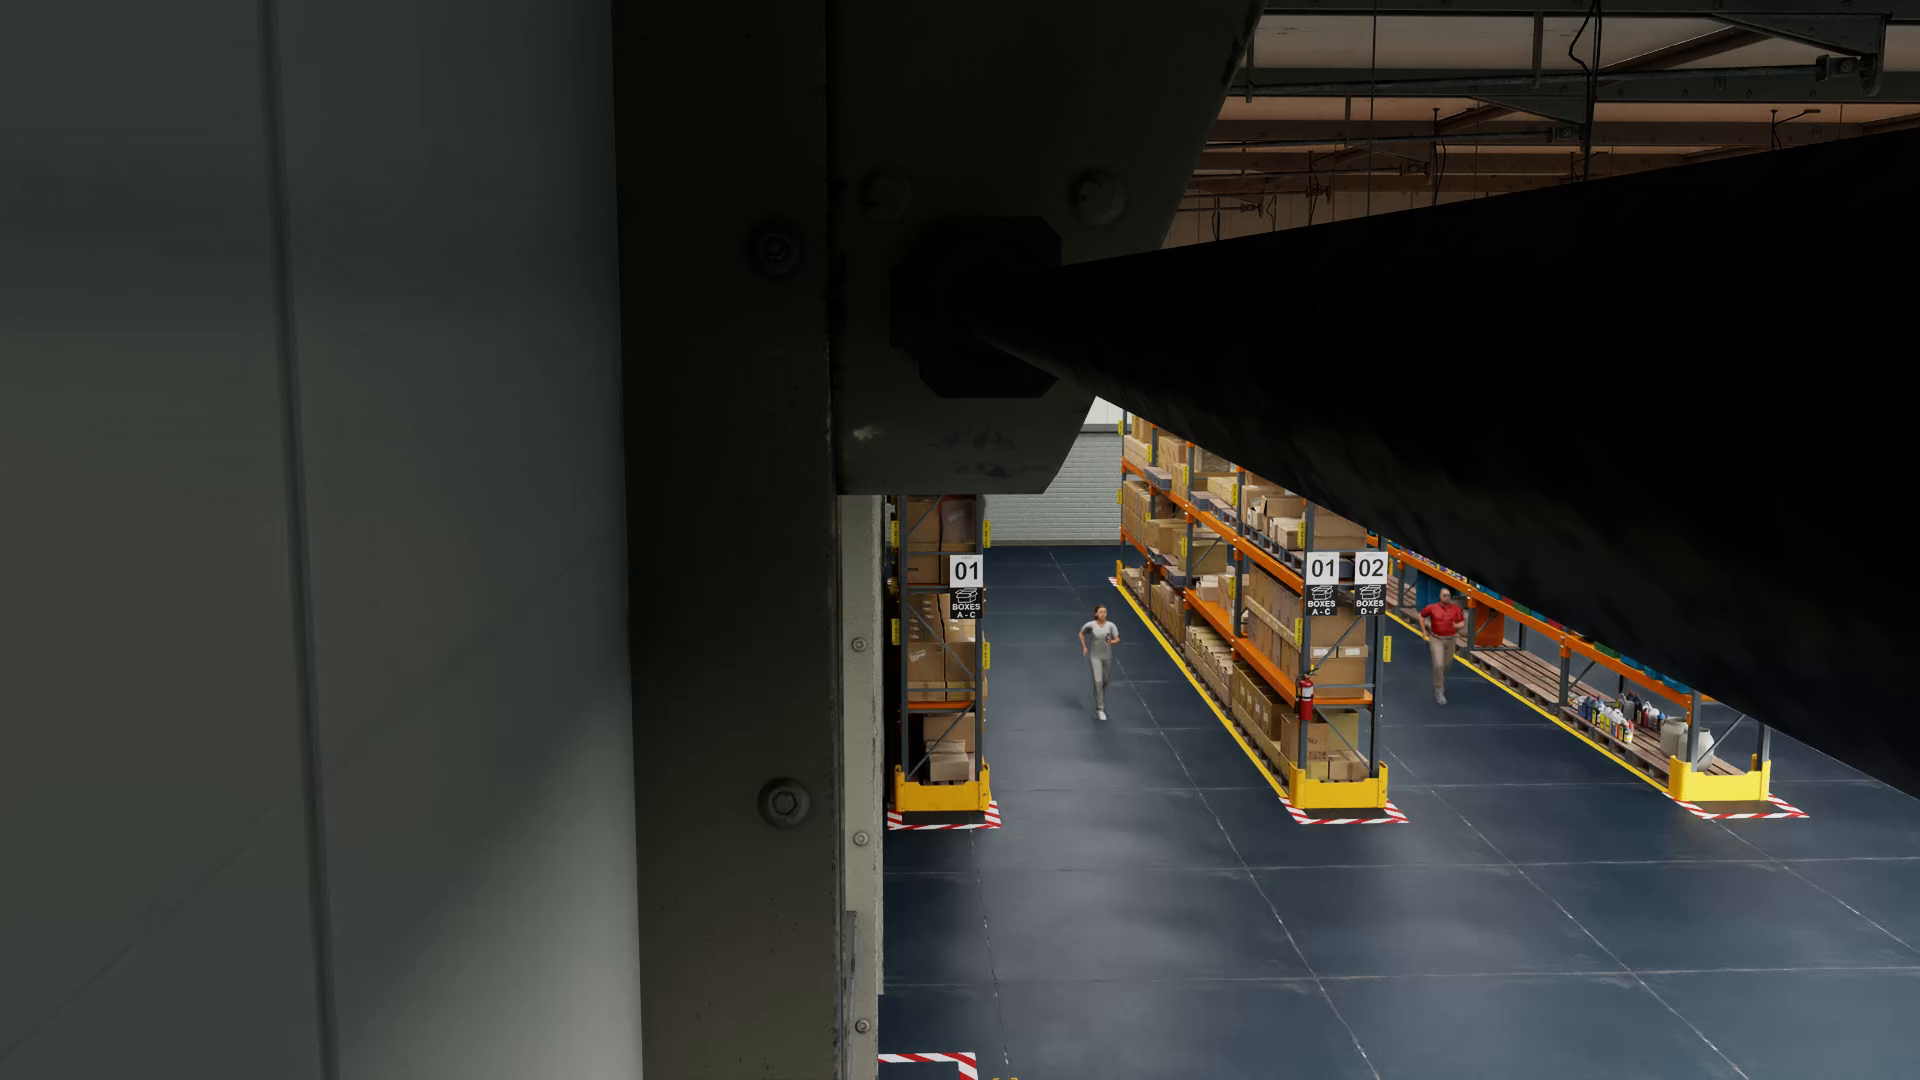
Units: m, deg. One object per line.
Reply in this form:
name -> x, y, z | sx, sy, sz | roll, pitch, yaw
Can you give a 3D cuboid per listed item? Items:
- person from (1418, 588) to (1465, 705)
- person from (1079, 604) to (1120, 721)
person -> 7.573, 1.625, 26.071 | 0.653, 1.746, 0.902 | -1, 8, -4
person -> 2.115, 1.794, 25.078 | 0.558, 1.678, 0.940 | -2, 9, -12
